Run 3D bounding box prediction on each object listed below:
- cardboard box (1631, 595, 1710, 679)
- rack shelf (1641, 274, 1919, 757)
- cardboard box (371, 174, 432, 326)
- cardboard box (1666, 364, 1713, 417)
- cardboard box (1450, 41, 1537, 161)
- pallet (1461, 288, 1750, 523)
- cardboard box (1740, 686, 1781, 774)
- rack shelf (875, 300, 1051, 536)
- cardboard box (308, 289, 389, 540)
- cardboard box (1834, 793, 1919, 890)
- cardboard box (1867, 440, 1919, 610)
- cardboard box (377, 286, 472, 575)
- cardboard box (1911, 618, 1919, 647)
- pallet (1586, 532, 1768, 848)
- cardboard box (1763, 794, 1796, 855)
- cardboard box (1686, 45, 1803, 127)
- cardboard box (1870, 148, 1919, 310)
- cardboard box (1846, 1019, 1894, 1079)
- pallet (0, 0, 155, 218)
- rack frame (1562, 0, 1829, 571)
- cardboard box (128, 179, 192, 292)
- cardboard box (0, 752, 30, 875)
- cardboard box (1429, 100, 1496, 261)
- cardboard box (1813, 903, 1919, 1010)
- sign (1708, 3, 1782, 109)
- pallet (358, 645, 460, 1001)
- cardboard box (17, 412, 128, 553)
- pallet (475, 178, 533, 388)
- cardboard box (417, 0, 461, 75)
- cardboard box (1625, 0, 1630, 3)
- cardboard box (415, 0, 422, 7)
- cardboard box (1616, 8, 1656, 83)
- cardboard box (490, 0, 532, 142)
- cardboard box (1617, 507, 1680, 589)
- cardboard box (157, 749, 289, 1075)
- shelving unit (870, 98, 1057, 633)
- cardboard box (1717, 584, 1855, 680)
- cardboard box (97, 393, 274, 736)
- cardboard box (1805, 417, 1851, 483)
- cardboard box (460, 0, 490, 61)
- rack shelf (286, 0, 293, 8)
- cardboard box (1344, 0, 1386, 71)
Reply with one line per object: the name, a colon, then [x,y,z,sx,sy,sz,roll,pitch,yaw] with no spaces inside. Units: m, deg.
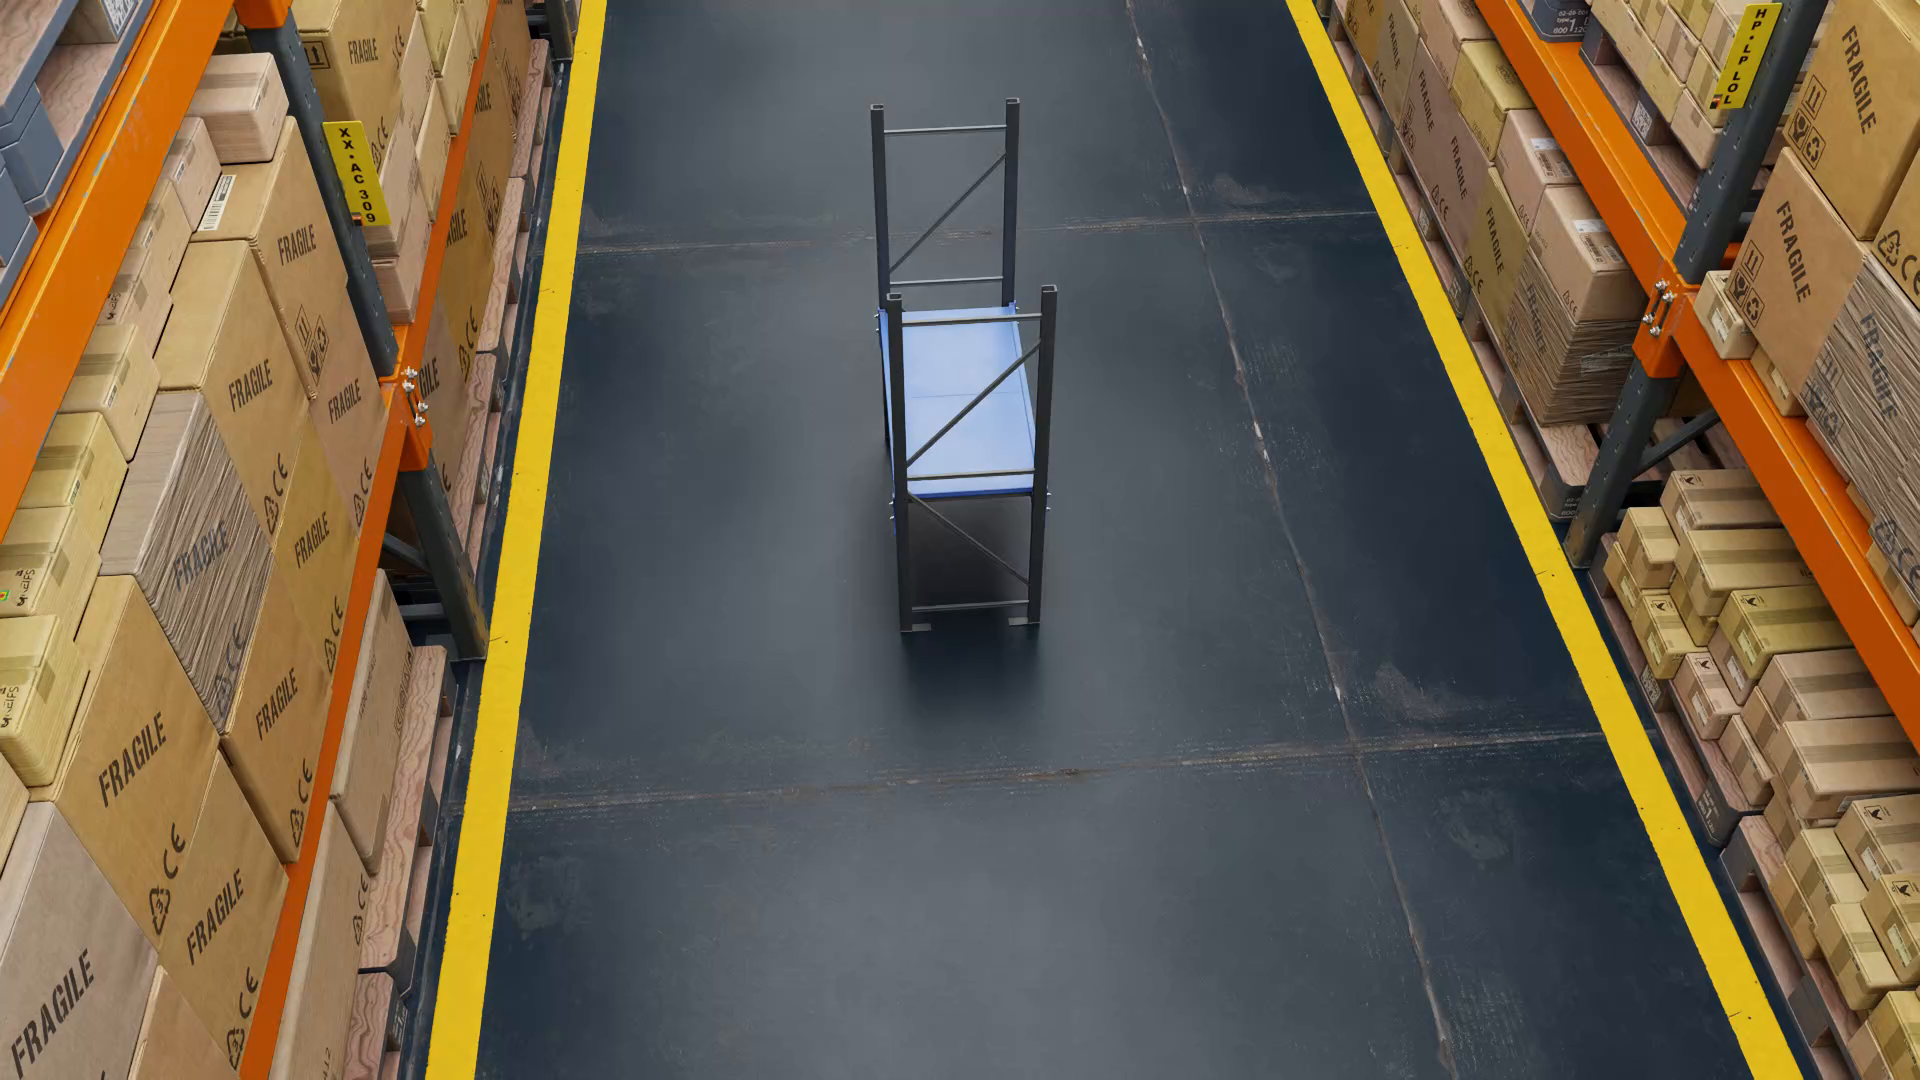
cardboard box: [2.489,0.318,5.557,0.380,0.149,0.250,-2,47,-2]
rack shelf: [2.924,0.701,4.016,1.077,0.370,4.000,-3,47,-3]
cardboard box: [-1.942,-0.902,5.142,0.500,0.250,0.500,-4,47,-4]
cardboard box: [2.959,-0.829,6.402,0.500,0.500,0.500,-2,47,-2]
cardboard box: [2.354,-1.814,6.818,0.500,0.250,0.500,-5,47,-5]
pallet: [2.690,-0.598,6.671,1.003,0.211,1.213,-3,47,-3]
cardboard box: [2.654,0.569,5.115,0.380,0.149,0.250,-6,47,-5]
rack shelf: [-0.007,-0.454,5.895,0.538,0.185,1.000,-3,47,-3]
cardboard box: [-1.874,-0.334,4.431,0.500,0.500,0.500,-3,47,-3]
cardboard box: [2.702,0.851,4.643,0.380,0.149,0.250,-5,47,-5]
cardboard box: [2.601,-0.032,3.941,0.500,0.500,0.500,-4,47,-4]
cardboard box: [-2.300,-0.477,5.810,0.875,0.875,0.875,-2,47,-2]
cardboard box: [2.613,0.268,4.104,0.380,0.149,0.250,-2,47,-2]
pallet: [2.848,0.449,5.679,1.003,0.211,1.213,-3,47,-3]
cardboard box: [2.690,0.868,5.037,0.380,0.149,0.250,-5,47,-5]
cardboard box: [2.526,-1.430,5.217,0.380,0.149,0.250,-2,47,-2]
cardboard box: [2.610,-0.759,3.940,0.500,0.500,0.500,-5,47,-4]
cardboard box: [2.660,1.434,4.500,0.380,0.149,0.250,-3,47,-3]
pallet: [-2.110,-1.028,3.153,1.003,0.211,1.213,-3,47,-3]
rack frame: [2.756,-0.994,5.125,1.000,3.000,0.127,-3,47,-3]
cardboard box: [-1.900,-0.639,3.585,0.380,0.149,0.250,-3,47,-3]
cardboard box: [-1.681,0.460,2.544,0.380,0.149,0.250,-3,47,-3]
cardboard box: [2.362,-1.541,7.076,0.500,0.500,0.500,-4,47,-4]
cardboard box: [2.607,1.136,4.578,0.380,0.149,0.250,-3,47,-3]
sign: [2.203,-1.355,4.670,0.100,0.325,0.005,-3,47,-3]
pallet: [-2.182,0.894,5.258,1.003,0.211,1.213,-3,47,-3]
cardboard box: [-1.781,-0.089,3.064,0.380,0.149,0.250,-4,47,-4]
pallet: [-2.413,-1.099,7.146,1.003,0.211,1.213,-3,47,-3]
cardboard box: [-2.011,-1.818,5.664,0.500,0.250,0.500,-3,47,-3]
cardboard box: [2.458,-1.998,5.755,0.380,0.149,0.250,-5,47,-5]
cardboard box: [-2.028,-2.063,5.380,0.500,0.500,0.500,-5,47,-4]
cardboard box: [2.484,-1.695,5.673,0.380,0.149,0.250,-4,47,-3]
cardboard box: [-2.528,-2.423,7.653,0.875,0.875,0.875,-4,47,-4]
cardboard box: [2.468,0.022,5.633,0.380,0.149,0.250,-2,47,-1]
cardboard box: [-1.741,0.781,3.376,0.500,0.500,0.500,-2,47,-2]
shelving unit: [-0.007,-0.577,5.764,0.538,1.500,1.048,-3,47,-3]
cardboard box: [2.613,0.283,5.181,0.380,0.149,0.250,-4,47,-4]
cardboard box: [-1.767,0.062,3.368,0.500,0.500,0.500,-3,47,-3]
cardboard box: [2.624,-0.310,4.651,0.380,0.149,0.250,-5,47,-5]
cardboard box: [-2.046,-2.011,6.192,0.500,0.250,0.500,-4,47,-4]
rack shelf: [-2.335,-2.851,5.313,1.077,0.370,4.000,-3,47,-3]
cardboard box: [2.226,-2.645,8.122,0.500,0.500,0.500,-5,47,-5]
